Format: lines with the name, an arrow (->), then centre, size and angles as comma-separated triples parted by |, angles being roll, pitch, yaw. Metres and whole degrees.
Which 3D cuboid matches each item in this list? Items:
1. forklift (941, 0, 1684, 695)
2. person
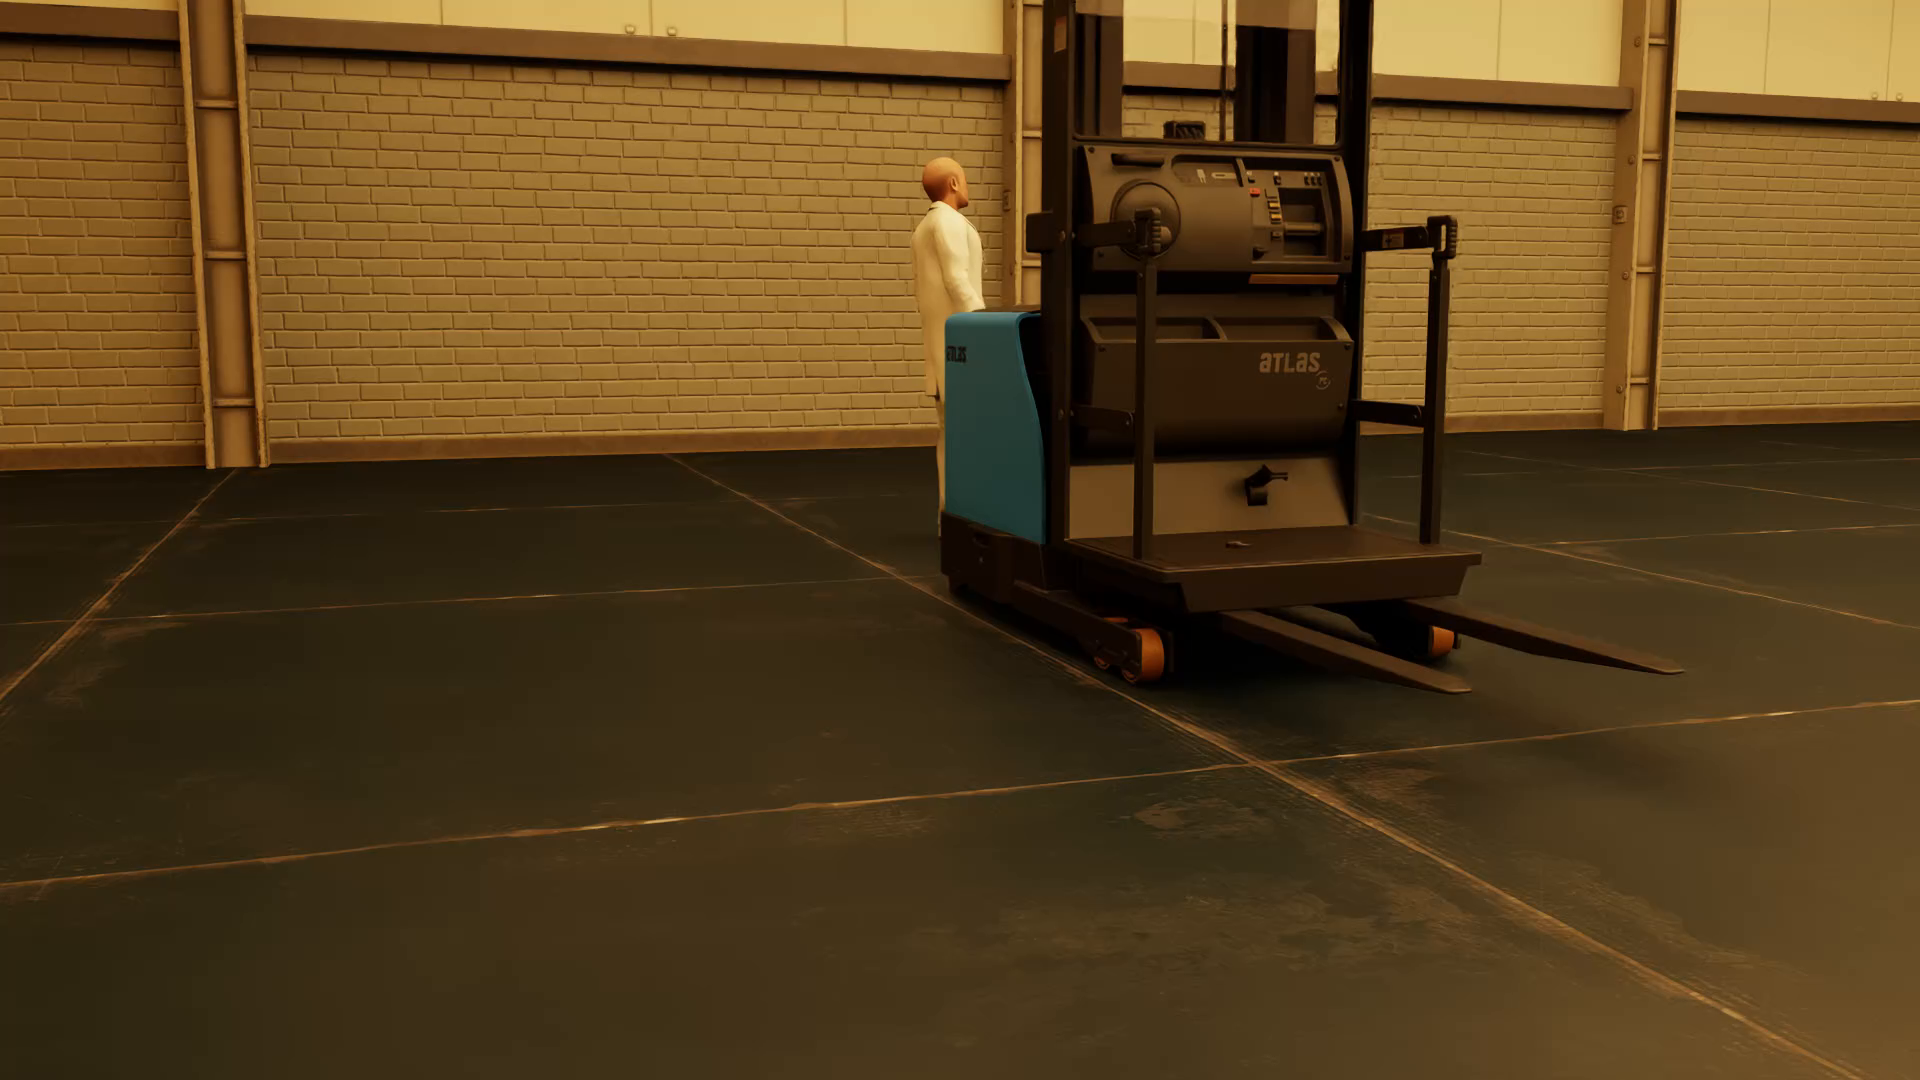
forklift -> 0.905, -1.096, 5.103 | 1.130, 2.935, 3.031 | -3, 8, -20
person -> 0.088, -0.891, 7.828 | 0.578, 1.777, 0.698 | -3, 8, -18
